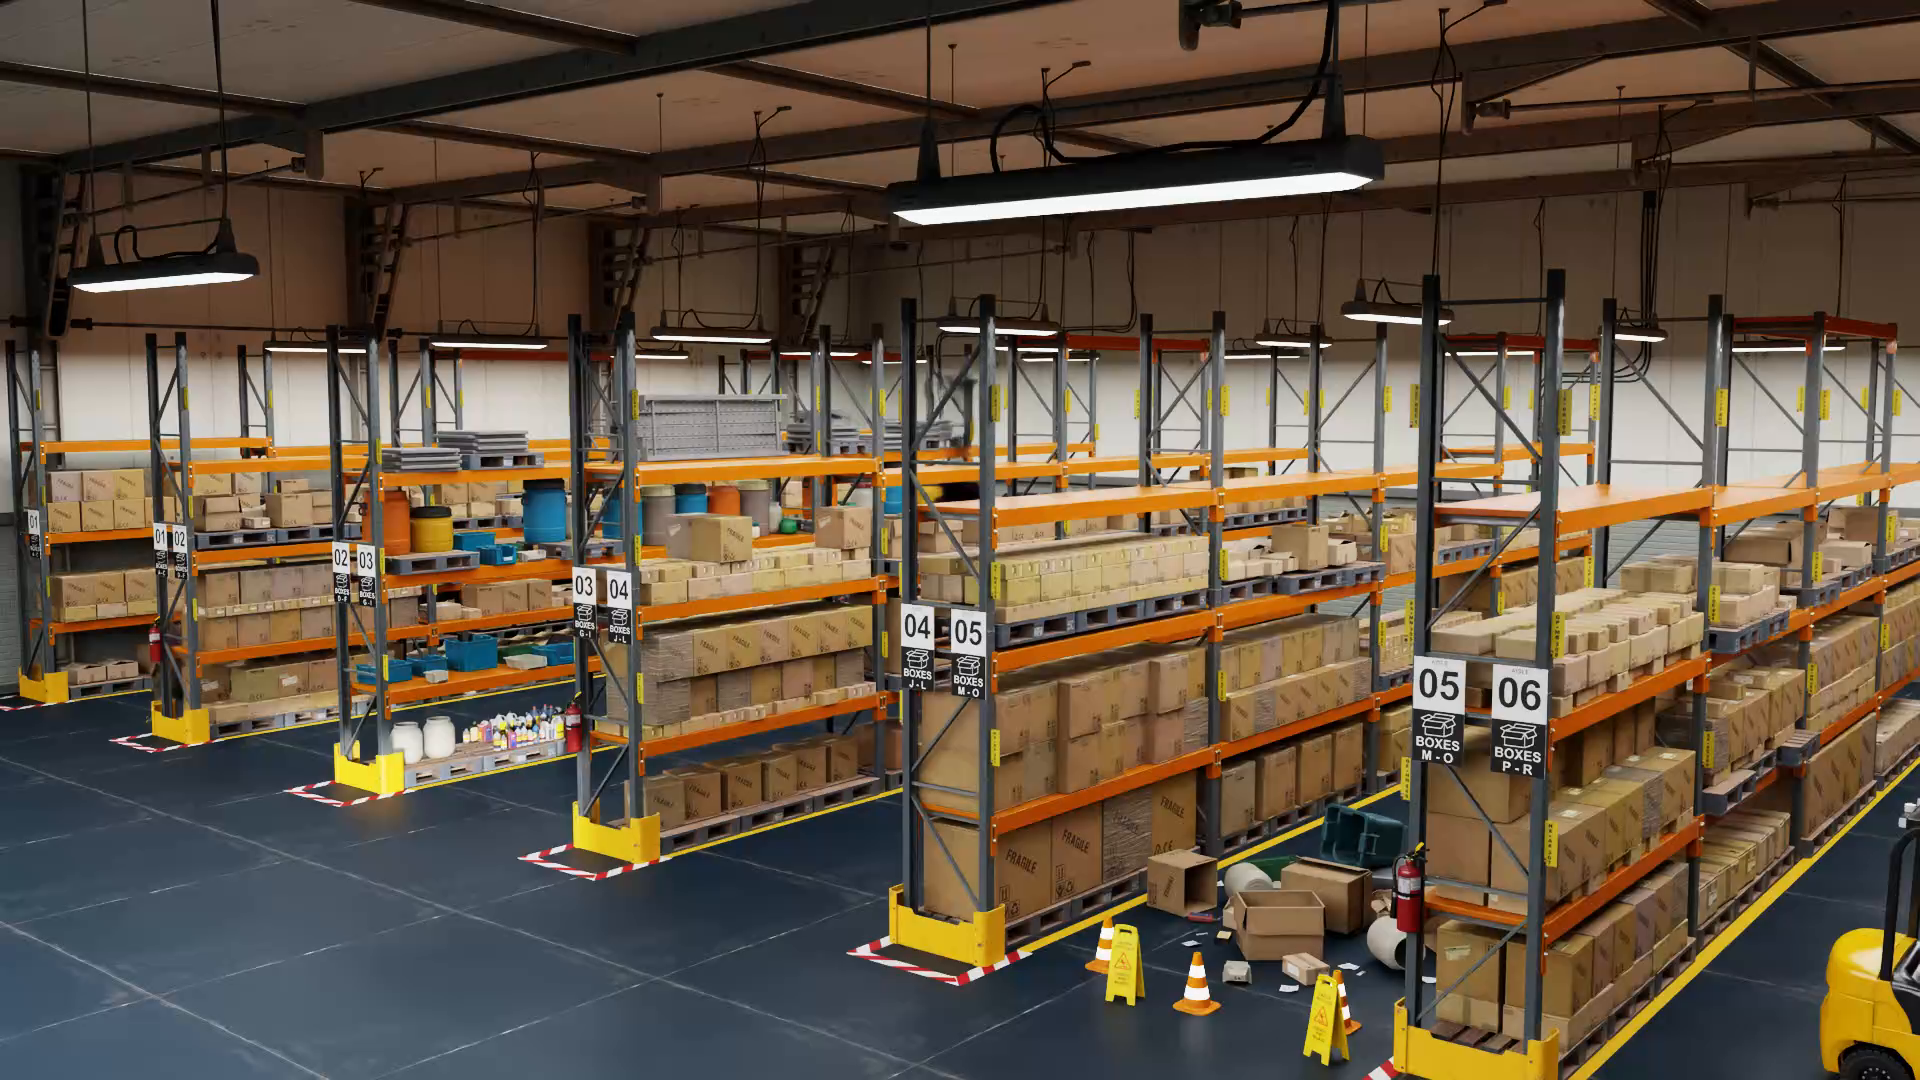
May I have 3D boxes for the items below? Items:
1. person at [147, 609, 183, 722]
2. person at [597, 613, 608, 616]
[{"bbox_3d":[-12.337,1.937,26.065,0.744,1.750,0.945,3,6,34],"label":"person"},{"bbox_3d":[-7.299,1.201,34.506,0.714,1.733,0.791,3,6,30],"label":"person"}]
